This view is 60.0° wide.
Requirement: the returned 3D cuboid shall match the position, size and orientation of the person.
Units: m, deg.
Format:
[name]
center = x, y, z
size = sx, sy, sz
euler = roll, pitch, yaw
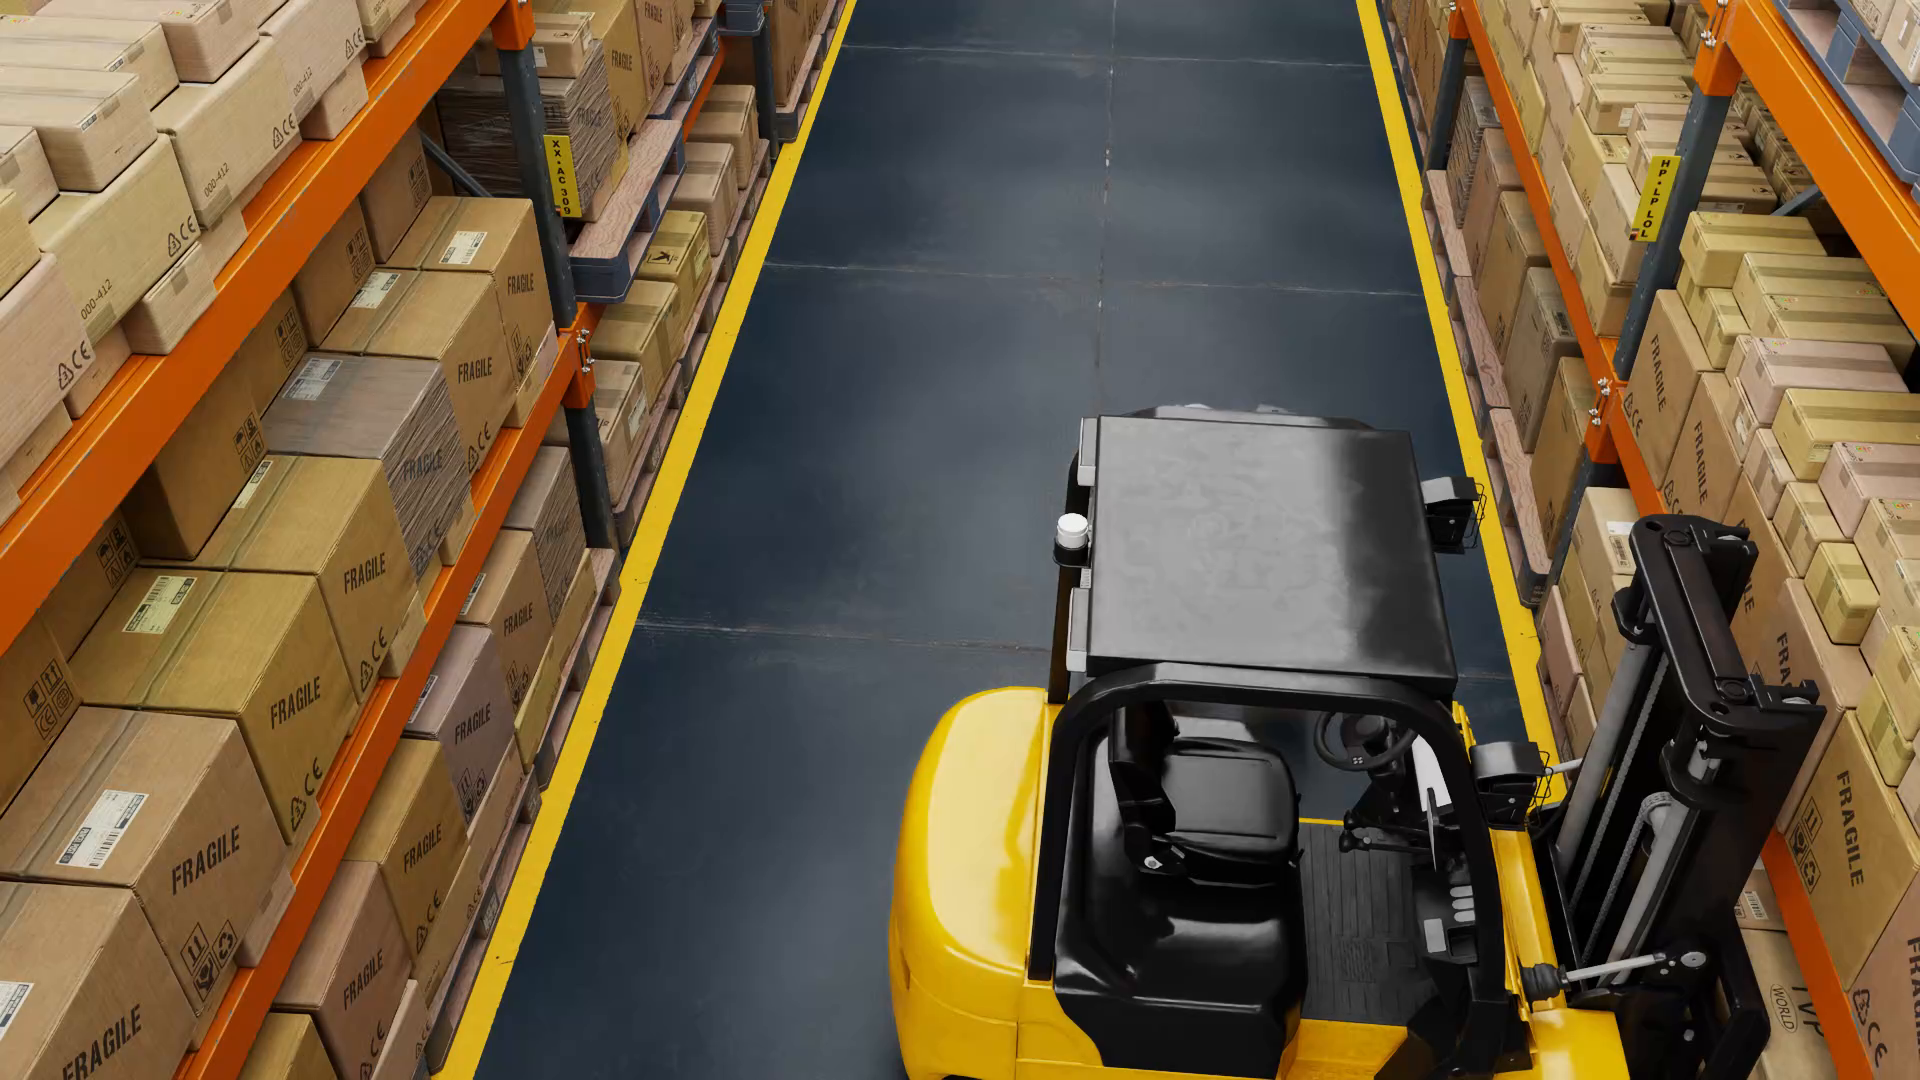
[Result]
[person]
center = 0.966, 0.245, 6.418
size = 1.025, 1.037, 0.530
euler = 2, 40, 2
